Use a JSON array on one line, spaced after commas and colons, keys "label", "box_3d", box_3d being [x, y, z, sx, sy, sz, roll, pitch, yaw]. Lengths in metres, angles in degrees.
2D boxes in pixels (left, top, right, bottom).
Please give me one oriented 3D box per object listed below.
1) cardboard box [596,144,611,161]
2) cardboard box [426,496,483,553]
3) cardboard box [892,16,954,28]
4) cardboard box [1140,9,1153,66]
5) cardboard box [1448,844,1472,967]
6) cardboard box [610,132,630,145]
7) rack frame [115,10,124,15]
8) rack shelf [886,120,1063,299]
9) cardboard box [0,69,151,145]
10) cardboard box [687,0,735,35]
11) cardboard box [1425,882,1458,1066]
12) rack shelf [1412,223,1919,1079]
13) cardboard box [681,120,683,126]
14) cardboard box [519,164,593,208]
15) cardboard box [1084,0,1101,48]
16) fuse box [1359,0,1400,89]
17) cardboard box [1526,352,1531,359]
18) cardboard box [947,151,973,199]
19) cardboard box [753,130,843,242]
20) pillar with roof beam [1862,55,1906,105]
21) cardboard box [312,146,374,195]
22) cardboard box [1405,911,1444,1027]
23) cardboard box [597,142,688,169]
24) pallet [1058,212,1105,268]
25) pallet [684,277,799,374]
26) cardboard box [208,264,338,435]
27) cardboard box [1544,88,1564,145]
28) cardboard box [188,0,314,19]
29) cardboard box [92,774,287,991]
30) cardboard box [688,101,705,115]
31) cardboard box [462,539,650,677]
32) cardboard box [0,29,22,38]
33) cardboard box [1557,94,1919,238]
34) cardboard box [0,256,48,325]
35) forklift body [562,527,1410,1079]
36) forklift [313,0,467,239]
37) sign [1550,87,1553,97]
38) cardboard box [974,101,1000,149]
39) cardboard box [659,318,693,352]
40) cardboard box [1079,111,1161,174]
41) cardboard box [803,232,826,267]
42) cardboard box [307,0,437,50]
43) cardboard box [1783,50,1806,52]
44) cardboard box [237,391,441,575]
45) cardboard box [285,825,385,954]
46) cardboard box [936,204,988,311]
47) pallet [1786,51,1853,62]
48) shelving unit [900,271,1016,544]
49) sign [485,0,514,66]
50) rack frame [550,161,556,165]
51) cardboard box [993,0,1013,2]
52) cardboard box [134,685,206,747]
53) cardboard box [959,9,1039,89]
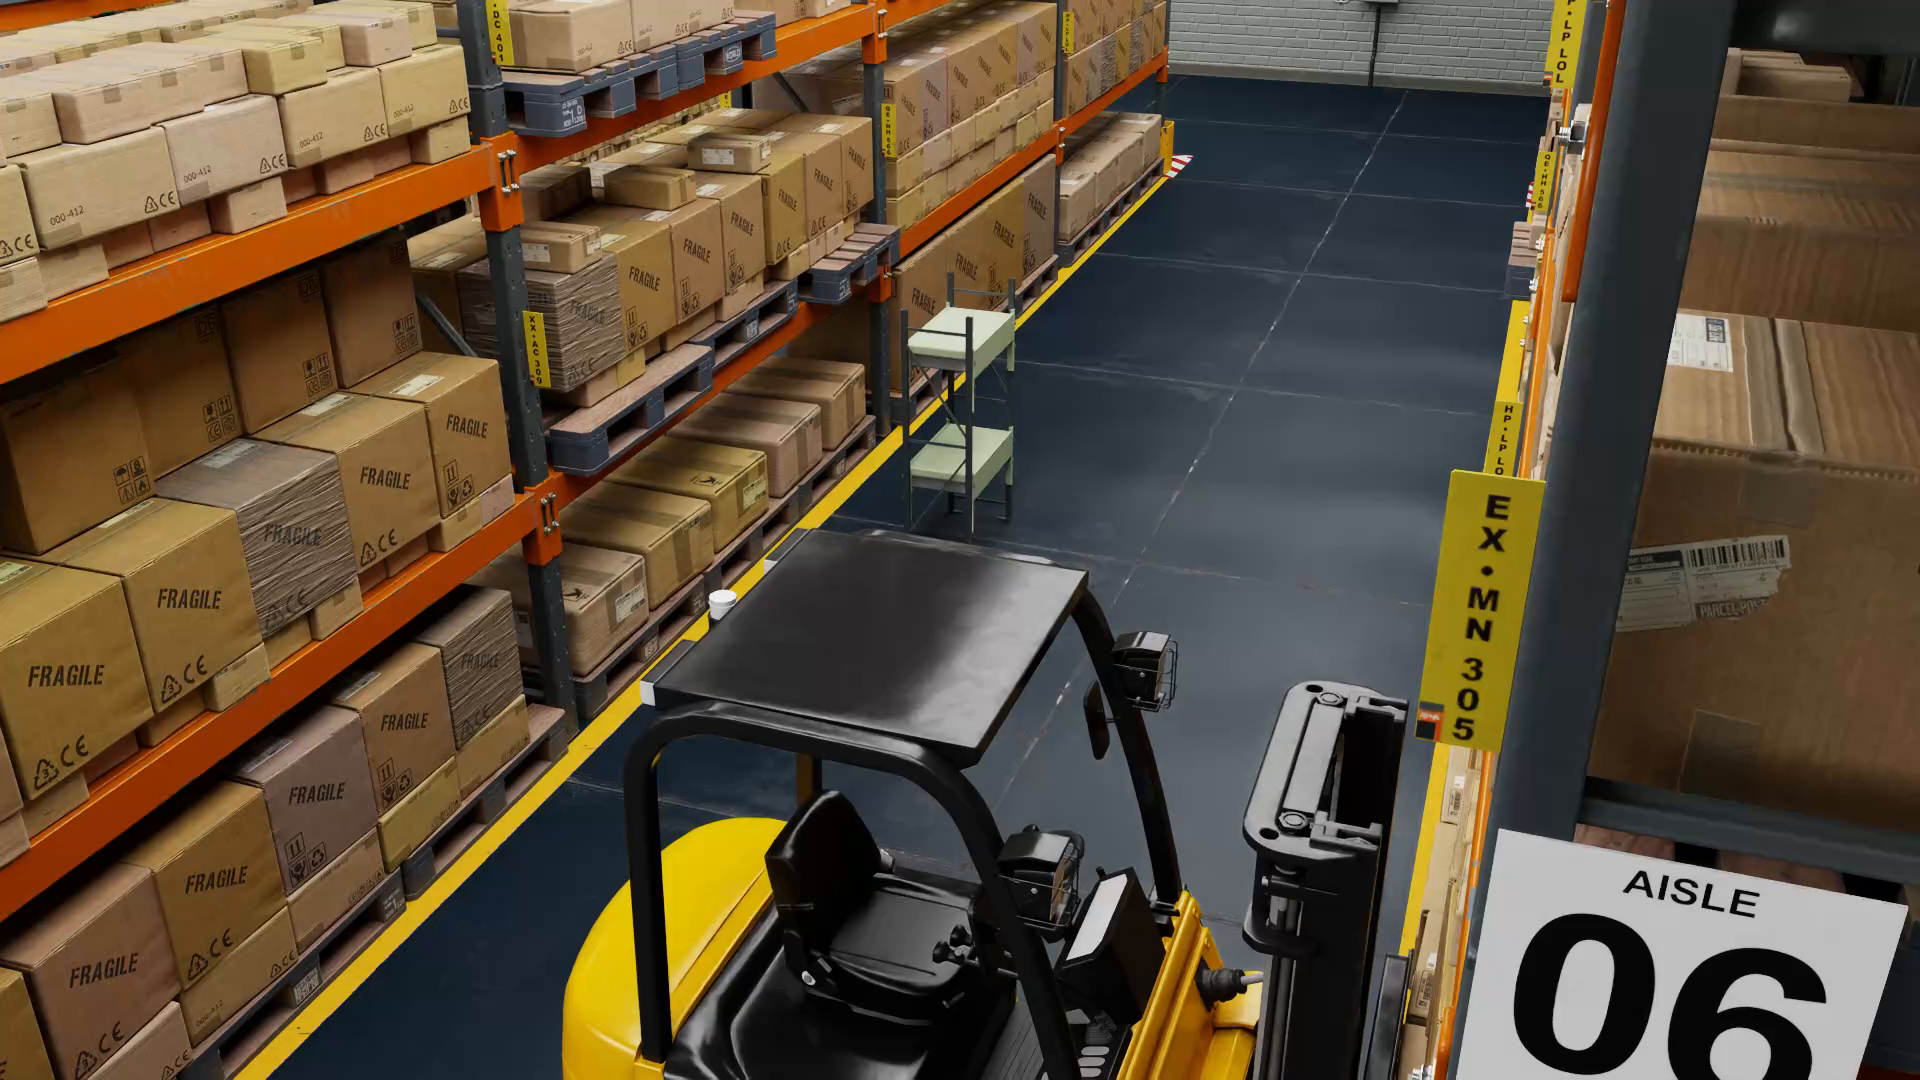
[{"label": "cardboard box", "box_3d": [-3.767, -3.923, 16.858, 0.380, 0.149, 0.250, 7, 27, 15]}, {"label": "cardboard box", "box_3d": [-2.185, -0.091, 6.783, 0.380, 0.149, 0.250, 9, 27, 19]}, {"label": "cardboard box", "box_3d": [-0.357, -3.708, 12.704, 0.500, 0.500, 0.500, 8, 27, 16]}, {"label": "cardboard box", "box_3d": [1.612, -5.019, 16.560, 0.500, 0.500, 0.500, 8, 27, 16]}, {"label": "cardboard box", "box_3d": [1.231, 0.798, 3.459, 0.380, 0.149, 0.250, 9, 27, 19]}, {"label": "cardboard box", "box_3d": [-3.606, -4.151, 16.989, 0.380, 0.149, 0.250, 9, 27, 19]}, {"label": "rack frame", "box_3d": [-8.972, -5.208, 17.065, 1.000, 3.000, 0.127, 9, 27, 17]}, {"label": "rack shelf", "box_3d": [-0.293, -2.625, 12.556, 1.077, 0.370, 4.000, 9, 27, 17]}, {"label": "cardboard box", "box_3d": [-2.615, -1.266, 4.855, 0.380, 0.149, 0.250, 9, 27, 18]}, {"label": "cardboard box", "box_3d": [-1.402, -2.556, 7.835, 0.500, 0.250, 0.500, 8, 27, 17]}, {"label": "cardboard box", "box_3d": [1.329, 1.171, 3.775, 0.500, 0.500, 0.500, 8, 27, 16]}, {"label": "rack shelf", "box_3d": [1.727, 0.030, 3.629, 1.077, 0.370, 4.000, 9, 27, 17]}, {"label": "cardboard box", "box_3d": [-3.262, -4.563, 18.181, 0.380, 0.149, 0.250, 8, 27, 17]}, {"label": "cardboard box", "box_3d": [-2.063, -1.767, 8.275, 0.380, 0.149, 0.250, 8, 27, 15]}, {"label": "cardboard box", "box_3d": [0.934, -4.633, 14.615, 0.500, 0.500, 0.500, 8, 27, 17]}, {"label": "fuse box", "box_3d": [5.491, -6.791, 21.812, 0.539, 1.711, 0.414, 9, 27, 17]}, {"label": "cardboard box", "box_3d": [2.655, -0.583, 7.111, 0.500, 0.250, 0.500, 9, 27, 18]}, {"label": "cardboard box", "box_3d": [-0.224, -2.653, 11.959, 0.500, 0.250, 0.500, 10, 27, 19]}, {"label": "cardboard box", "box_3d": [-1.009, -2.054, 9.612, 0.500, 0.500, 0.500, 8, 27, 17]}, {"label": "pillar with roof beam", "box_3d": [0.080, -4.067, 7.824, 9.100, 9.000, 0.400, 9, 27, 17]}, {"label": "cardboard box", "box_3d": [-2.336, -1.347, 5.936, 0.380, 0.149, 0.250, 9, 27, 18]}, {"label": "cardboard box", "box_3d": [1.601, 1.401, 4.939, 0.500, 0.250, 0.500, 10, 27, 19]}, {"label": "cardboard box", "box_3d": [-1.663, -1.909, 9.314, 0.500, 0.500, 0.500, 9, 27, 18]}, {"label": "pallet", "box_3d": [0.700, -2.817, 15.326, 1.003, 0.211, 1.213, 9, 27, 17]}, {"label": "pallet", "box_3d": [-1.578, -1.222, 9.051, 1.003, 0.211, 1.213, 9, 27, 17]}, {"label": "cardboard box", "box_3d": [-2.831, -0.756, 6.267, 0.700, 0.500, 0.500, 9, 27, 18]}, {"label": "cardboard box", "box_3d": [4.511, -2.908, 11.717, 0.700, 0.500, 0.500, 9, 27, 18]}, {"label": "cardboard box", "box_3d": [-2.702, -1.997, 6.364, 0.380, 0.149, 0.250, 8, 27, 17]}, {"label": "cardboard box", "box_3d": [-2.739, 1.150, 5.746, 0.500, 0.500, 0.500, 9, 27, 18]}, {"label": "cardboard box", "box_3d": [-3.039, -4.791, 18.309, 0.380, 0.149, 0.250, 8, 27, 16]}, {"label": "cardboard box", "box_3d": [-2.117, 0.294, 8.234, 0.950, 0.372, 0.625, 9, 27, 18]}, {"label": "cardboard box", "box_3d": [-9.209, -4.603, 15.701, 0.500, 0.500, 0.500, 8, 27, 17]}, {"label": "cardboard box", "box_3d": [1.645, -0.611, 3.412, 0.797, 0.503, 0.637, 10, 27, 19]}, {"label": "cardboard box", "box_3d": [-2.778, -0.697, 4.595, 0.380, 0.149, 0.250, 9, 27, 18]}, {"label": "forklift body", "box_3d": [-0.028, 1.217, 4.769, 2.313, 2.155, 1.214, 9, 27, 17]}, {"label": "forklift", "box_3d": [-3.561, -1.452, 9.385, 1.130, 2.935, 3.031, 14, 29, 27]}, {"label": "sign", "box_3d": [4.541, -3.518, 12.580, 0.100, 0.325, 0.005, 9, 27, 17]}, {"label": "cardboard box", "box_3d": [-0.025, -3.079, 12.266, 0.500, 0.250, 0.500, 9, 27, 18]}, {"label": "cardboard box", "box_3d": [-1.569, -1.069, 8.323, 0.380, 0.149, 0.250, 9, 27, 18]}, {"label": "cardboard box", "box_3d": [1.579, -4.165, 17.368, 0.875, 0.438, 0.875, 8, 27, 16]}, {"label": "cardboard box", "box_3d": [-0.999, -1.701, 9.628, 0.380, 0.149, 0.250, 7, 27, 15]}, {"label": "cardboard box", "box_3d": [-2.189, -1.918, 6.199, 0.380, 0.149, 0.250, 9, 27, 19]}, {"label": "cardboard box", "box_3d": [3.381, -2.181, 7.042, 0.380, 0.166, 0.250, 9, 27, 17]}, {"label": "cardboard box", "box_3d": [-2.367, -0.231, 6.329, 0.500, 0.500, 0.500, 10, 27, 19]}, {"label": "cardboard box", "box_3d": [-2.574, 1.276, 6.347, 0.500, 0.250, 0.500, 9, 27, 18]}, {"label": "cardboard box", "box_3d": [-0.349, -1.998, 12.390, 0.875, 0.875, 0.875, 9, 27, 18]}, {"label": "pallet", "box_3d": [3.582, -2.382, 8.003, 1.213, 0.211, 1.003, 10, 28, 20]}, {"label": "shelving unit", "box_3d": [-0.002, -0.672, 9.417, 0.431, 1.500, 0.755, 9, 27, 17]}, {"label": "sign", "box_3d": [-1.775, -1.991, 6.384, 0.100, 0.325, 0.005, 9, 27, 17]}, {"label": "rack frame", "box_3d": [-4.329, -4.447, 15.493, 1.000, 3.000, 0.127, 9, 27, 17]}, {"label": "cardboard box", "box_3d": [0.269, -4.500, 14.340, 0.500, 0.500, 0.500, 9, 27, 17]}, {"label": "cardboard box", "box_3d": [-2.748, 0.531, 5.500, 0.380, 0.149, 0.250, 8, 27, 16]}, {"label": "cardboard box", "box_3d": [0.296, -3.832, 12.961, 0.500, 0.500, 0.500, 9, 27, 18]}]
